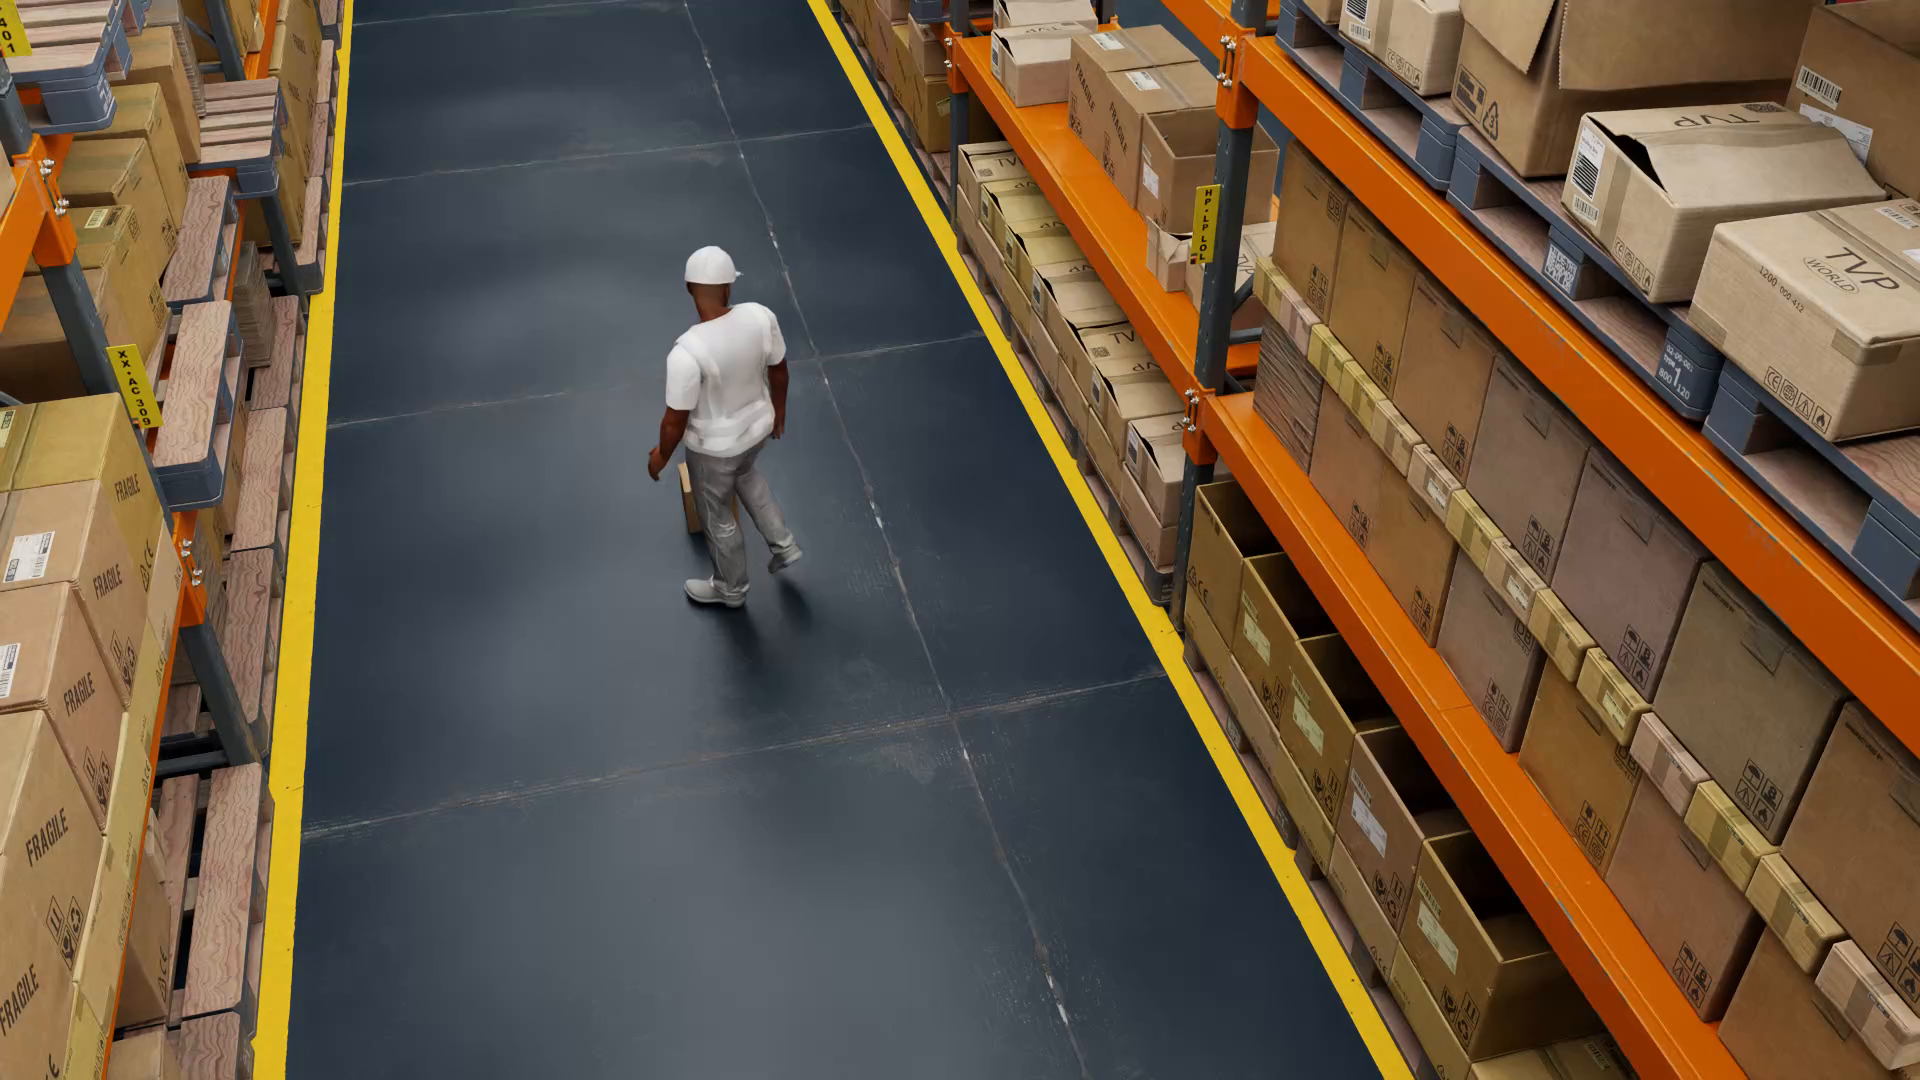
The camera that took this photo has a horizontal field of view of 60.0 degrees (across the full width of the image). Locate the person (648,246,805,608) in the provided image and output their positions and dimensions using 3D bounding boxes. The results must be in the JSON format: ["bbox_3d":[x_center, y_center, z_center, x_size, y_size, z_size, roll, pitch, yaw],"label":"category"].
[{"bbox_3d":[-1.018,-0.458,7.243,0.477,1.764,0.627,23,44,27],"label":"person"}]
